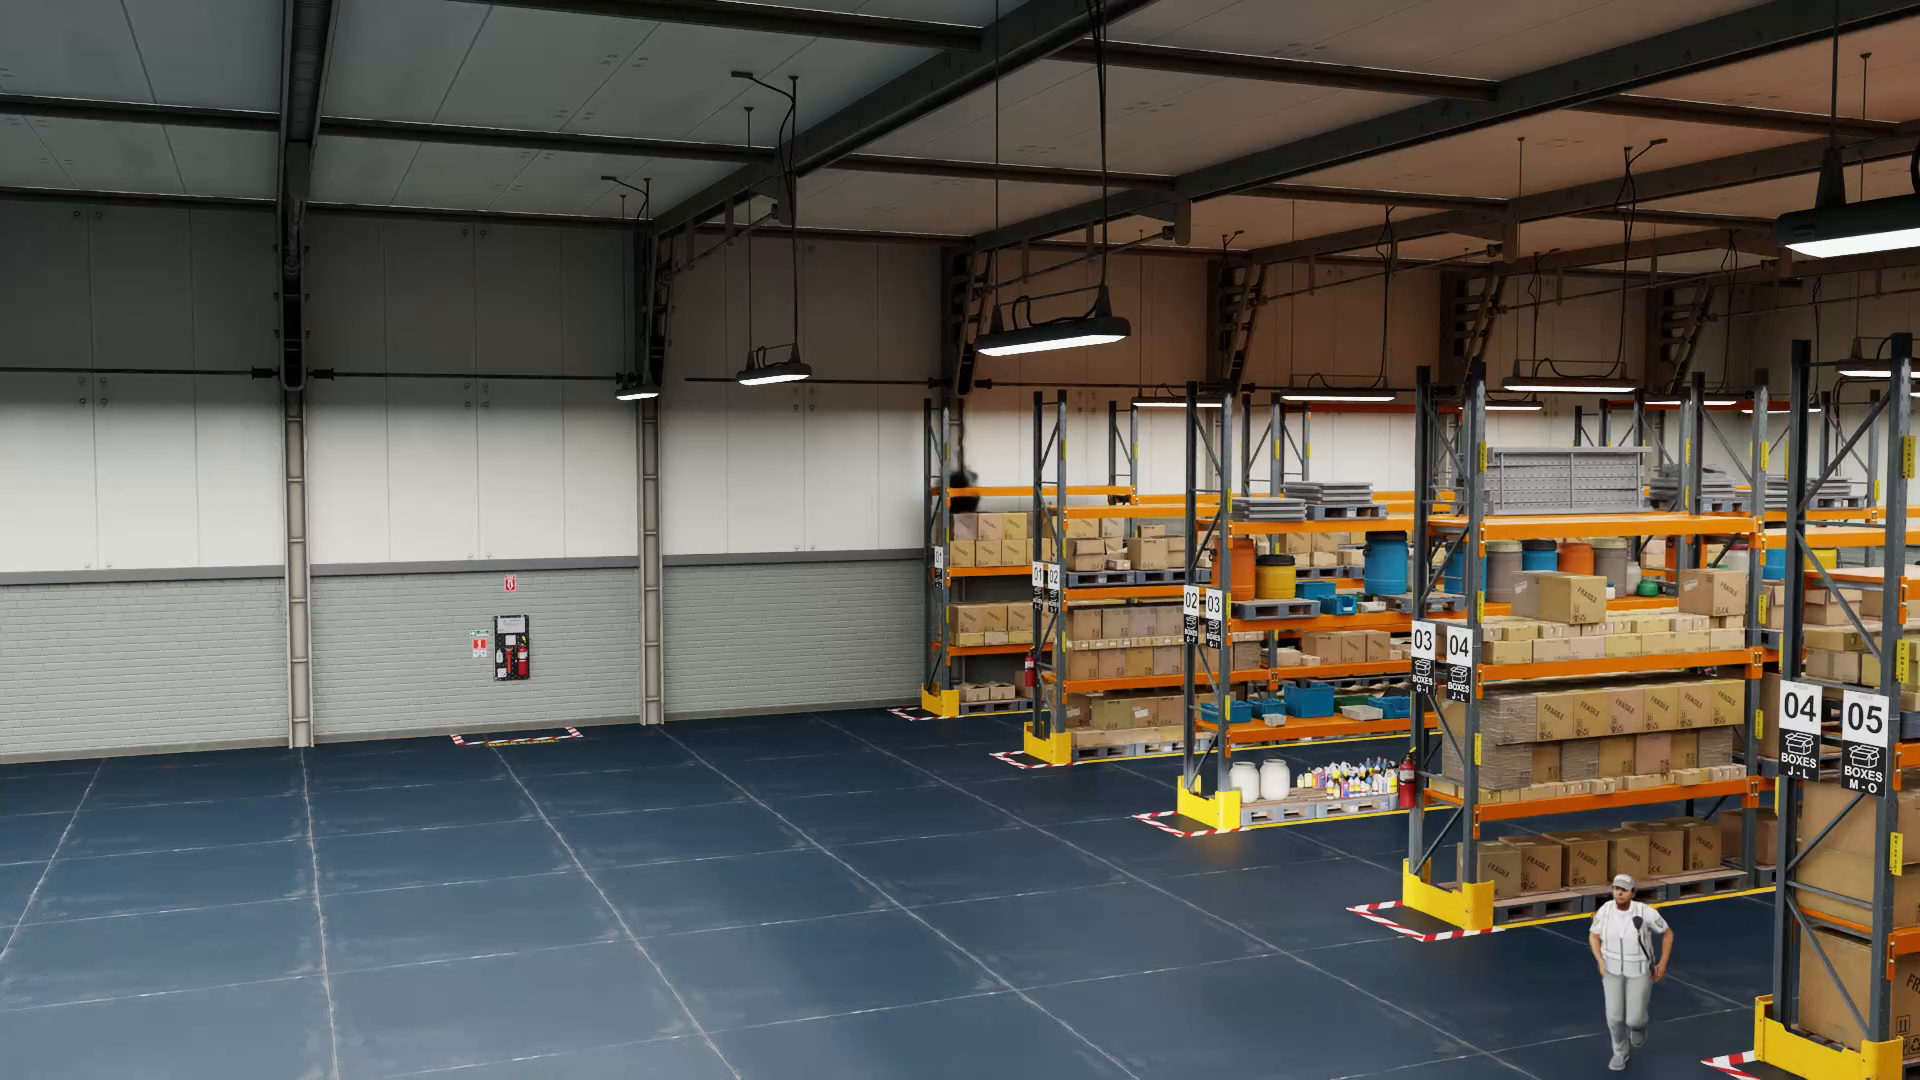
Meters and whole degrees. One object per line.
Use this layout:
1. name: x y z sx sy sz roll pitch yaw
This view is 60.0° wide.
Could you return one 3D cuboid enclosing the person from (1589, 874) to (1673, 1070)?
1. person: 5.501 3.556 13.693 0.631 1.633 0.616 2 4 35
